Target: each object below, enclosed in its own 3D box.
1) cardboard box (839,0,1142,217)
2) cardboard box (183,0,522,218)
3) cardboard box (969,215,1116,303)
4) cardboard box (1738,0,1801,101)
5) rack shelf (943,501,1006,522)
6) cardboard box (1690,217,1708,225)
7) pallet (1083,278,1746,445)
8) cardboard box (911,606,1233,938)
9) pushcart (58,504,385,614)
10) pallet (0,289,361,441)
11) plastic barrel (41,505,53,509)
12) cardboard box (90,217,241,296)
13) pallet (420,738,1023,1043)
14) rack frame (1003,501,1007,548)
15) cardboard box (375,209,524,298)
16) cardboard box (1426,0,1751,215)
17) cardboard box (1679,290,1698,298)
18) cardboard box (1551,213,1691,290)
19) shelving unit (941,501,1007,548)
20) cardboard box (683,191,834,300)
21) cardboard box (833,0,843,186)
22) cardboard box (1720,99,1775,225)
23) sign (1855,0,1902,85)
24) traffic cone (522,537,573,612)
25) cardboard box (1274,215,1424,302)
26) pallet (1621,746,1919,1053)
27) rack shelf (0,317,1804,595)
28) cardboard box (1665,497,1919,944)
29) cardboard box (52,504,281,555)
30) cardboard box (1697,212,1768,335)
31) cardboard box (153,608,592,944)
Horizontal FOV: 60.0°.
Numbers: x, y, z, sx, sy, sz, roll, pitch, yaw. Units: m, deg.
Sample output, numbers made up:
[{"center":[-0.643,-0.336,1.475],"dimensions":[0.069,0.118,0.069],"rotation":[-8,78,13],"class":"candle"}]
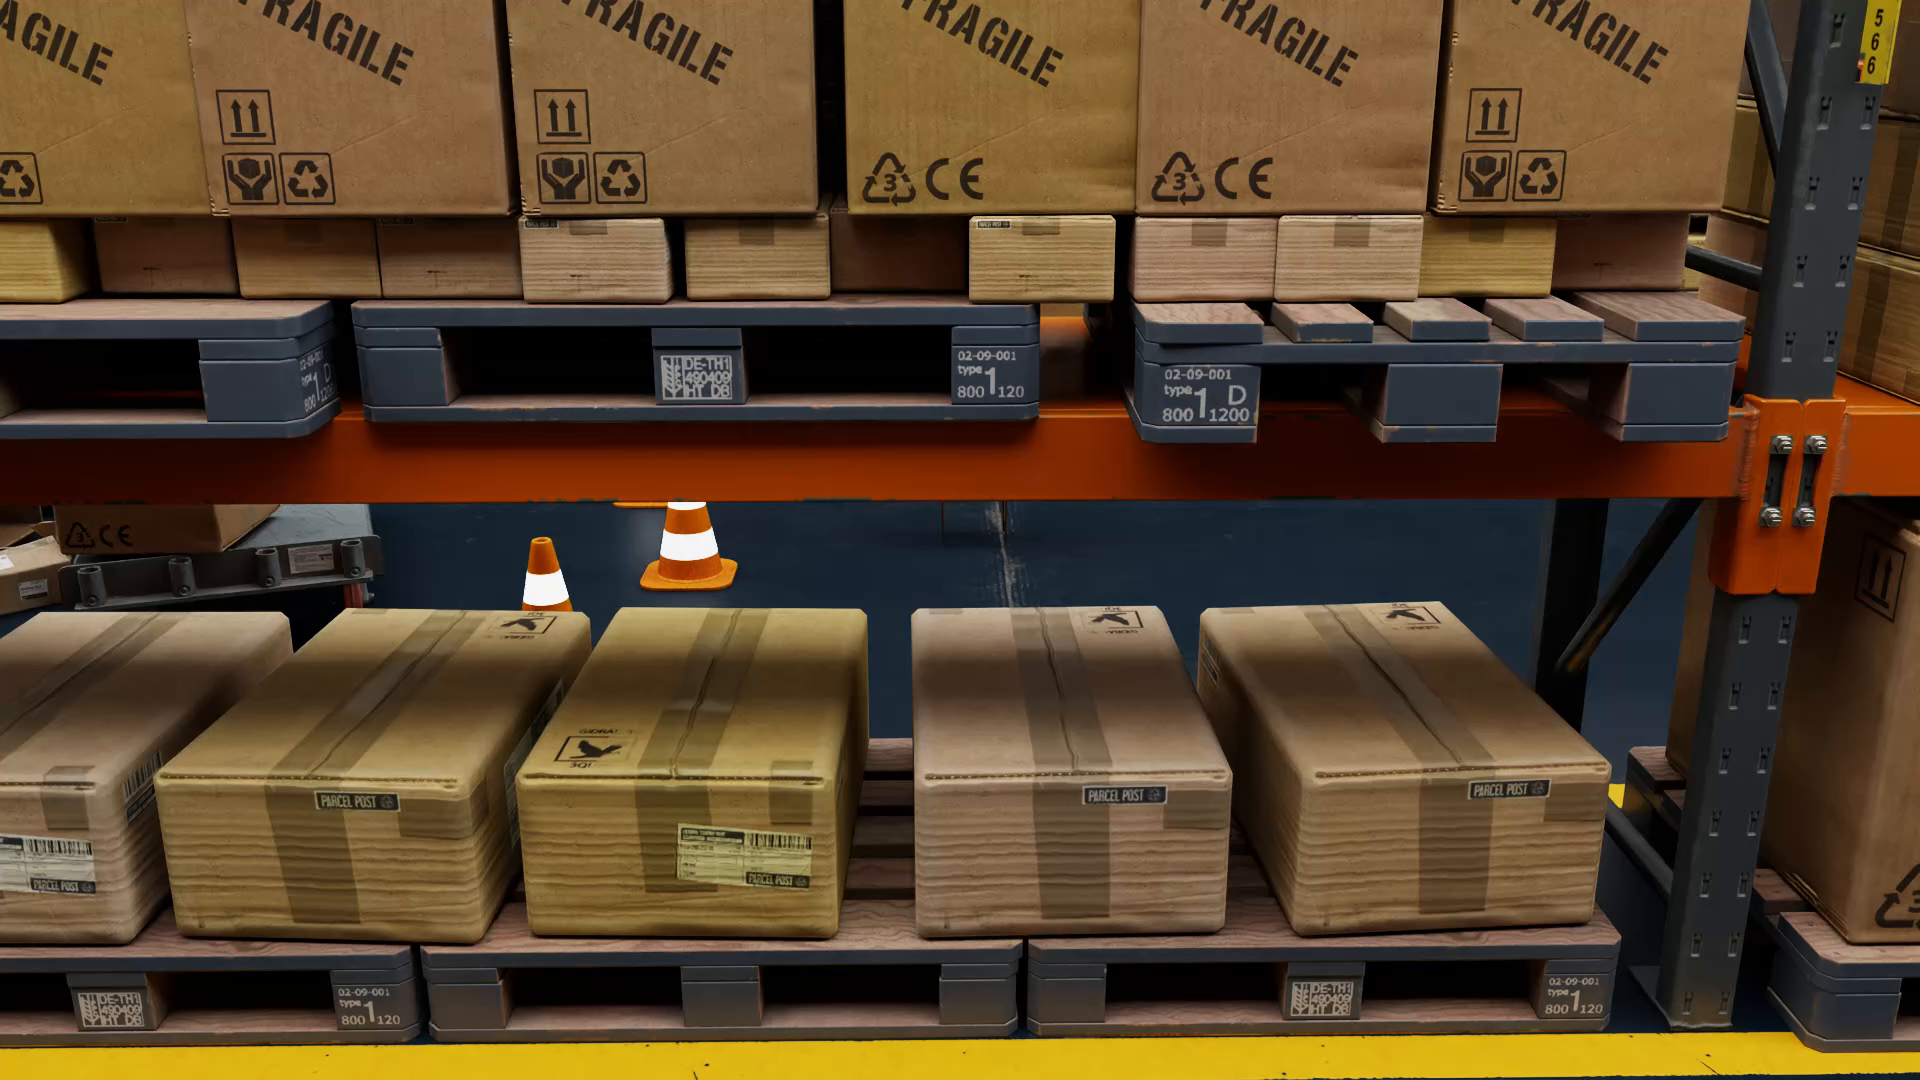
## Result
[{"center":[0.039,-0.867,3.001],"dimensions":[0.500,0.500,0.500],"rotation":[-1,18,-5],"class":"cardboard box"},{"center":[-1.020,-0.859,2.976],"dimensions":[0.500,0.500,0.500],"rotation":[0,18,-1],"class":"cardboard box"},{"center":[0.141,-0.538,3.036],"dimensions":[0.250,0.149,0.380],"rotation":[0,18,0],"class":"cardboard box"},{"center":[2.023,-1.179,3.513],"dimensions":[0.500,0.500,0.500],"rotation":[-1,18,-2],"class":"cardboard box"},{"center":[0.053,-0.225,6.476],"dimensions":[0.240,0.259,0.215],"rotation":[0,18,-1],"class":"rack shelf"},{"center":[3.545,-1.543,8.625],"dimensions":[0.500,0.250,0.500],"rotation":[0,18,1],"class":"cardboard box"},{"center":[0.800,-0.446,3.341],"dimensions":[1.003,0.211,1.213],"rotation":[0,18,-1],"class":"pallet"},{"center":[0.208,0.484,3.744],"dimensions":[0.625,0.372,0.950],"rotation":[-1,18,-2],"class":"cardboard box"},{"center":[-2.575,-0.002,5.935],"dimensions":[0.936,0.377,1.648],"rotation":[-7,19,-20],"class":"pushcart"},{"center":[-1.723,-0.422,3.266],"dimensions":[1.213,0.211,1.003],"rotation":[0,18,-1],"class":"pallet"},{"center":[-3.778,-0.365,6.991],"dimensions":[0.421,0.421,0.512],"rotation":[14,22,37],"class":"plastic barrel"},{"center":[-1.399,-0.564,3.118],"dimensions":[0.250,0.149,0.380],"rotation":[1,18,3],"class":"cardboard box"},{"center":[-0.488,0.763,3.824],"dimensions":[1.213,0.211,1.003],"rotation":[0,18,-1],"class":"pallet"},{"center":[0.175,-0.501,6.390],"dimensions":[0.008,1.050,0.200],"rotation":[0,18,-1],"class":"rack frame"},{"center":[-0.894,-0.553,3.084],"dimensions":[0.250,0.149,0.380],"rotation":[0,18,0],"class":"cardboard box"},{"center":[1.060,-0.875,3.028],"dimensions":[0.500,0.500,0.500],"rotation":[-1,18,-2],"class":"cardboard box"},{"center":[3.569,-1.030,8.251],"dimensions":[0.500,0.500,0.500],"rotation":[-1,18,-2],"class":"cardboard box"},{"center":[1.186,-0.580,3.170],"dimensions":[0.250,0.149,0.380],"rotation":[0,18,1],"class":"cardboard box"},{"center":[0.053,-0.500,6.388],"dimensions":[0.252,1.050,0.215],"rotation":[0,18,-1],"class":"shelving unit"},{"center":[-0.362,-0.549,3.071],"dimensions":[0.250,0.149,0.380],"rotation":[-1,18,-3],"class":"cardboard box"},{"center":[0.005,-1.022,3.484],"dimensions":[0.500,0.500,0.500],"rotation":[0,18,0],"class":"cardboard box"},{"center":[1.991,-0.820,3.620],"dimensions":[0.500,0.250,0.500],"rotation":[0,18,-1],"class":"cardboard box"},{"center":[1.528,-0.921,2.743],"dimensions":[0.005,0.325,0.100],"rotation":[0,18,-1],"class":"sign"},{"center":[-1.271,0.220,5.103],"dimensions":[0.334,0.463,0.336],"rotation":[0,18,-1],"class":"traffic cone"},{"center":[0.668,-0.542,3.050],"dimensions":[0.250,0.149,0.380],"rotation":[0,18,-1],"class":"cardboard box"},{"center":[2.300,0.774,3.790],"dimensions":[1.213,0.211,1.003],"rotation":[0,18,-1],"class":"pallet"},{"center":[-0.489,-0.221,3.504],"dimensions":[4.000,0.370,1.077],"rotation":[0,18,-1],"class":"rack shelf"},{"center":[2.202,0.260,3.616],"dimensions":[0.875,0.875,0.875],"rotation":[0,18,-1],"class":"cardboard box"},{"center":[-2.547,-0.268,5.325],"dimensions":[0.500,0.500,0.500],"rotation":[0,18,-1],"class":"cardboard box"},{"center":[2.012,-0.584,3.702],"dimensions":[0.500,0.250,0.500],"rotation":[-1,18,-3],"class":"cardboard box"},{"center":[-1.246,0.489,3.726],"dimensions":[0.625,0.372,0.950],"rotation":[1,18,3],"class":"cardboard box"}]
